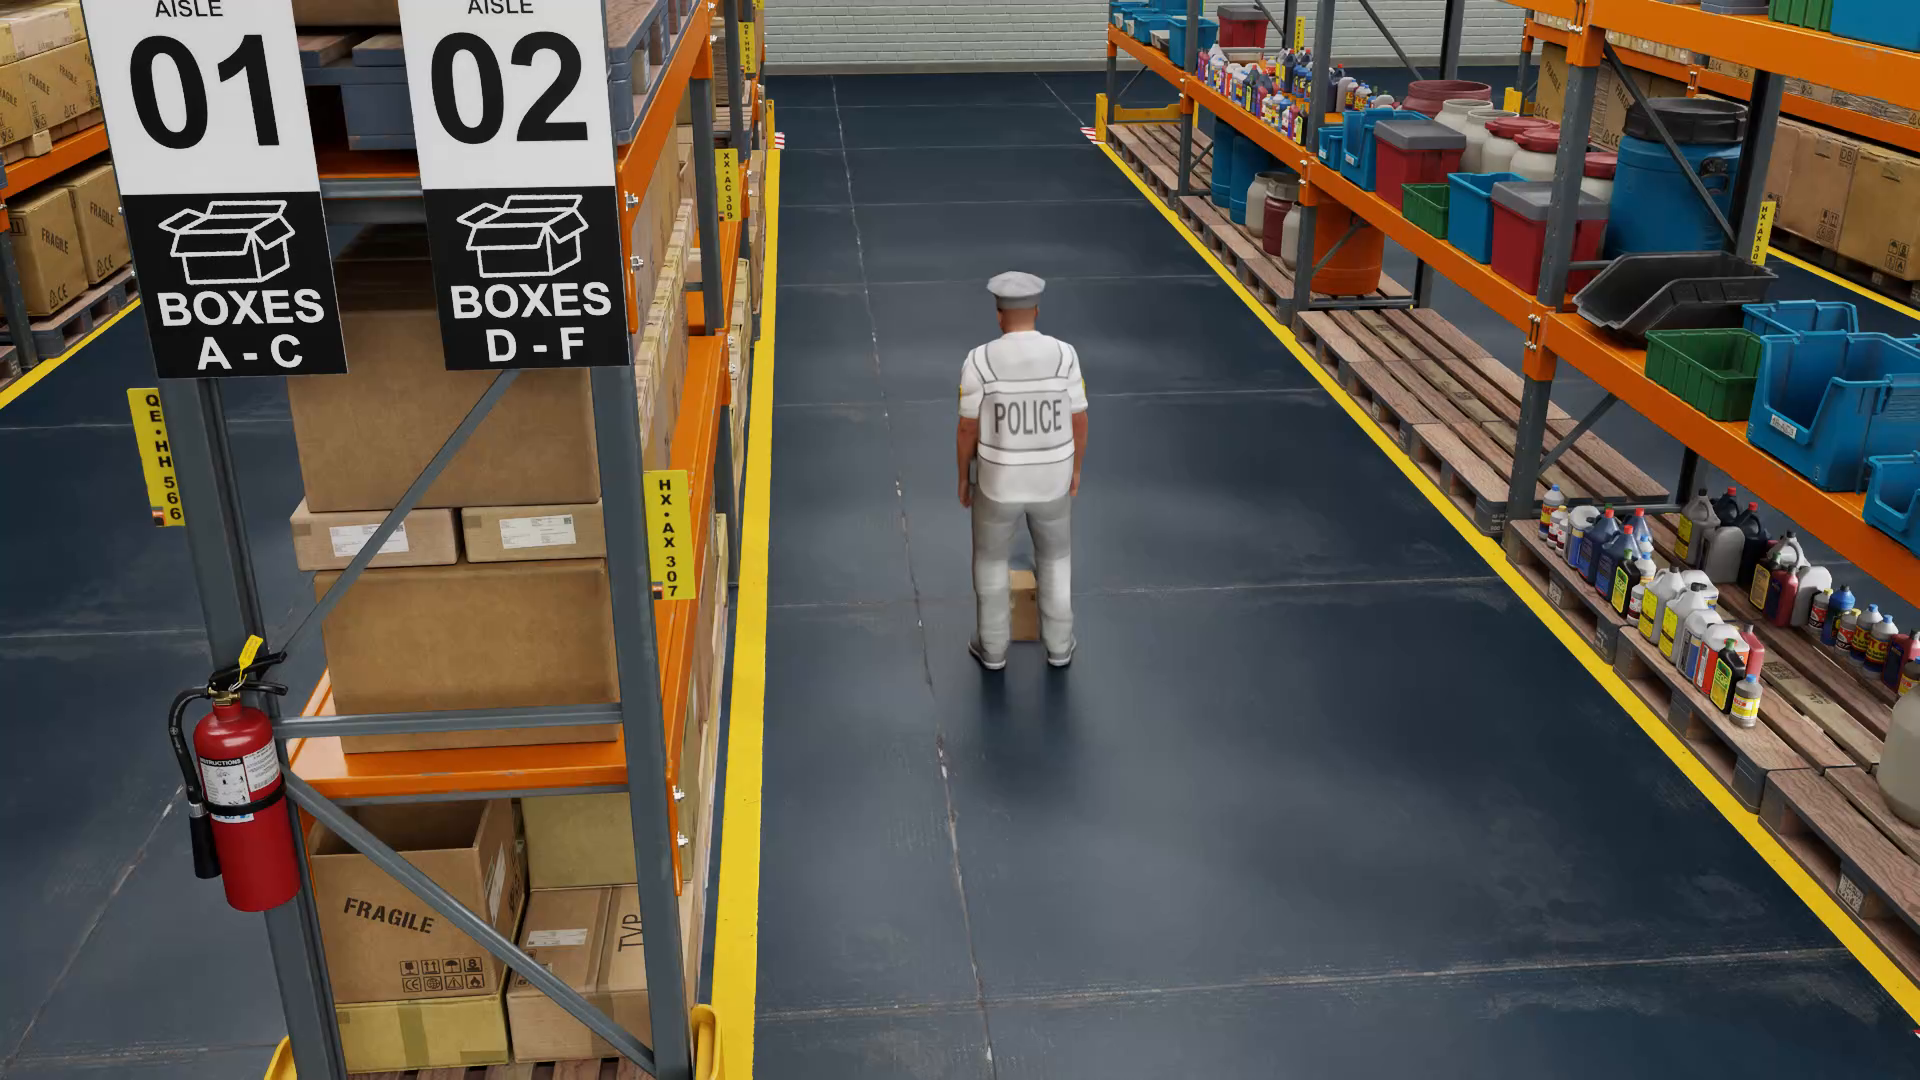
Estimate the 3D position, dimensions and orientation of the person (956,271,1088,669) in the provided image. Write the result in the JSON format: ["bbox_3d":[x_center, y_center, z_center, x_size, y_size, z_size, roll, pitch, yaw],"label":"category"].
[{"bbox_3d":[0.265,-0.261,7.188,0.574,1.749,0.443,-3,24,-7],"label":"person"}]
